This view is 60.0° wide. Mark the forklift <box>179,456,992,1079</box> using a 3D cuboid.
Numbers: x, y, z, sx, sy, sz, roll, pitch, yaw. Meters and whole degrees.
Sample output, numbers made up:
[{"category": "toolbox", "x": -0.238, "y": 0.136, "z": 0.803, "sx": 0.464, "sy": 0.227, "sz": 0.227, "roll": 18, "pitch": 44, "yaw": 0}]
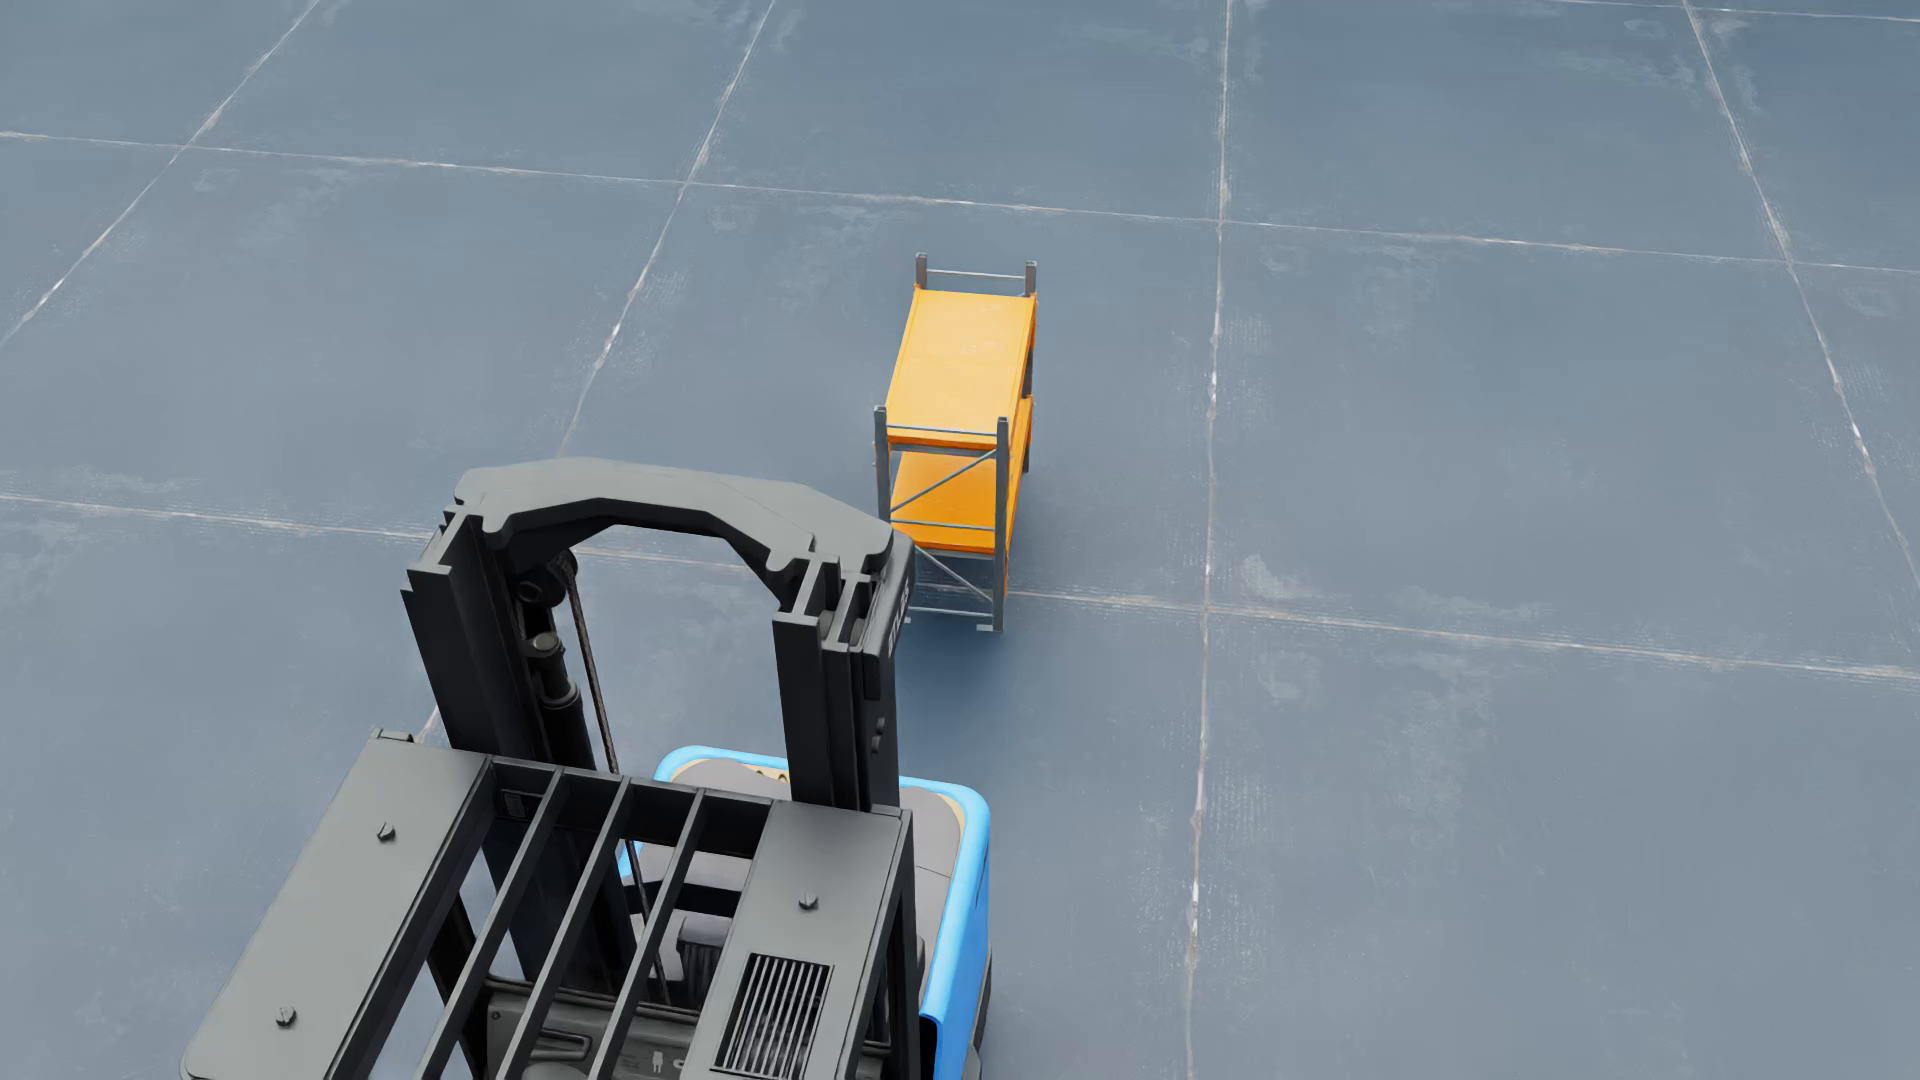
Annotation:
[{"category": "forklift", "x": -0.677, "y": 1.388, "z": 3.674, "sx": 1.130, "sy": 2.935, "sz": 3.031, "roll": 7, "pitch": 44, "yaw": 8}]

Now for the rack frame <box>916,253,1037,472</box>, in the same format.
[{"category": "rack frame", "x": 0.066, "y": -0.750, "z": 7.246, "sx": 0.500, "sy": 1.125, "sz": 0.032, "roll": 5, "pitch": 44, "yaw": 6}]

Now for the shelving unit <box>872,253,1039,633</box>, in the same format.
[{"category": "shelving unit", "x": -0.001, "y": -0.404, "z": 6.881, "sx": 0.538, "sy": 1.125, "sz": 1.048, "roll": 5, "pitch": 44, "yaw": 6}]

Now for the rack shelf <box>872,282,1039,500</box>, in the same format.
[{"category": "rack shelf", "x": -0.001, "y": -0.616, "z": 6.679, "sx": 0.538, "sy": 0.278, "sz": 1.000, "roll": 5, "pitch": 44, "yaw": 6}]

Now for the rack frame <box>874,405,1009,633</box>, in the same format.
[{"category": "rack frame", "x": -0.068, "y": -0.057, "z": 6.515, "sx": 0.500, "sy": 1.125, "sz": 0.032, "roll": 5, "pitch": 44, "yaw": 6}]

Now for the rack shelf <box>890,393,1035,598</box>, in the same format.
[{"category": "rack shelf", "x": -0.001, "y": -0.226, "z": 7.049, "sx": 0.538, "sy": 0.278, "sz": 1.000, "roll": 5, "pitch": 44, "yaw": 6}]
